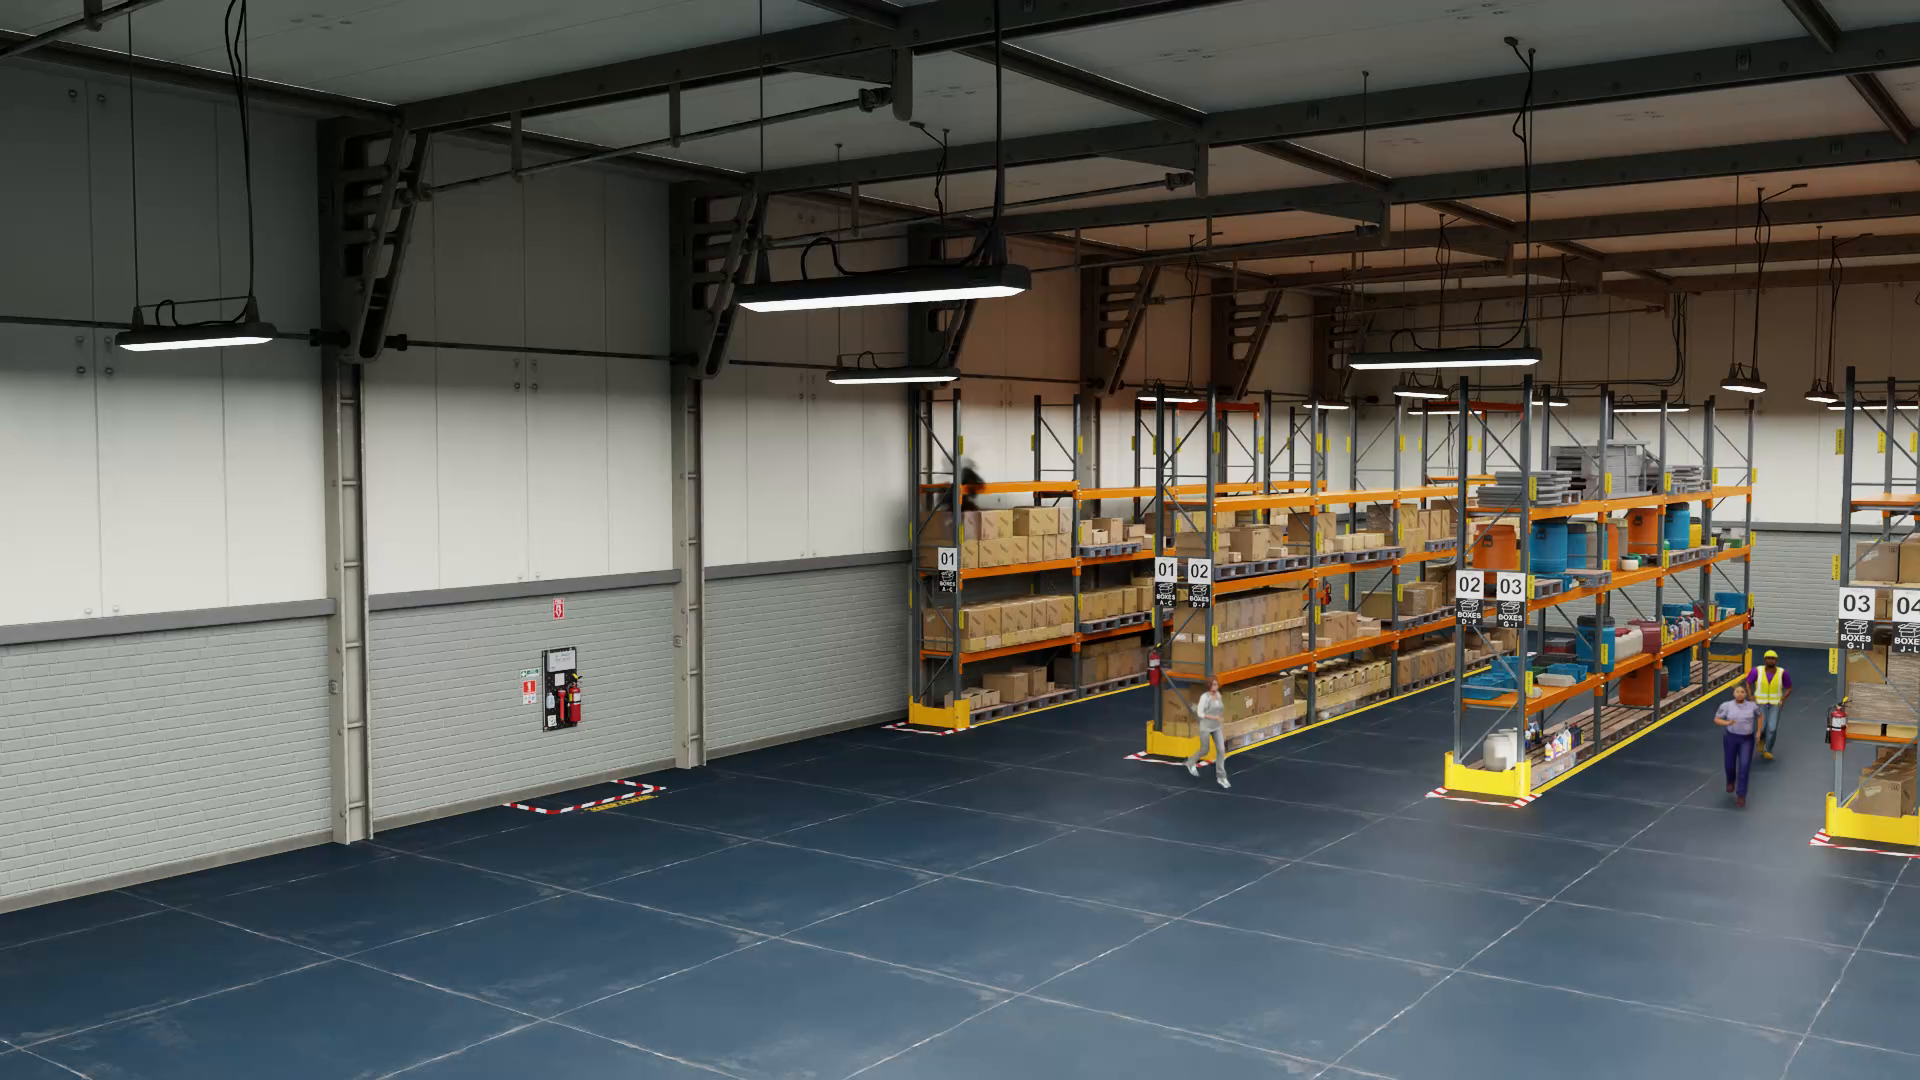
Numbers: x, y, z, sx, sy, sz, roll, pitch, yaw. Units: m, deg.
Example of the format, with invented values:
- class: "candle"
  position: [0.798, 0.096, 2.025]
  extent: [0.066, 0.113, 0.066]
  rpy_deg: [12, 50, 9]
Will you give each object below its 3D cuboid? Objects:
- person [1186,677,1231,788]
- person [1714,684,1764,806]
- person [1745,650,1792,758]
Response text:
- class: "person"
  position: [3.661, 2.801, 24.533]
  extent: [0.516, 1.602, 0.884]
  rpy_deg: [-2, 4, -30]
- class: "person"
  position: [10.909, 2.831, 23.305]
  extent: [0.637, 1.638, 0.907]
  rpy_deg: [1, 4, 23]
- class: "person"
  position: [12.946, 2.621, 26.639]
  extent: [0.681, 1.726, 0.542]
  rpy_deg: [2, 4, 26]
